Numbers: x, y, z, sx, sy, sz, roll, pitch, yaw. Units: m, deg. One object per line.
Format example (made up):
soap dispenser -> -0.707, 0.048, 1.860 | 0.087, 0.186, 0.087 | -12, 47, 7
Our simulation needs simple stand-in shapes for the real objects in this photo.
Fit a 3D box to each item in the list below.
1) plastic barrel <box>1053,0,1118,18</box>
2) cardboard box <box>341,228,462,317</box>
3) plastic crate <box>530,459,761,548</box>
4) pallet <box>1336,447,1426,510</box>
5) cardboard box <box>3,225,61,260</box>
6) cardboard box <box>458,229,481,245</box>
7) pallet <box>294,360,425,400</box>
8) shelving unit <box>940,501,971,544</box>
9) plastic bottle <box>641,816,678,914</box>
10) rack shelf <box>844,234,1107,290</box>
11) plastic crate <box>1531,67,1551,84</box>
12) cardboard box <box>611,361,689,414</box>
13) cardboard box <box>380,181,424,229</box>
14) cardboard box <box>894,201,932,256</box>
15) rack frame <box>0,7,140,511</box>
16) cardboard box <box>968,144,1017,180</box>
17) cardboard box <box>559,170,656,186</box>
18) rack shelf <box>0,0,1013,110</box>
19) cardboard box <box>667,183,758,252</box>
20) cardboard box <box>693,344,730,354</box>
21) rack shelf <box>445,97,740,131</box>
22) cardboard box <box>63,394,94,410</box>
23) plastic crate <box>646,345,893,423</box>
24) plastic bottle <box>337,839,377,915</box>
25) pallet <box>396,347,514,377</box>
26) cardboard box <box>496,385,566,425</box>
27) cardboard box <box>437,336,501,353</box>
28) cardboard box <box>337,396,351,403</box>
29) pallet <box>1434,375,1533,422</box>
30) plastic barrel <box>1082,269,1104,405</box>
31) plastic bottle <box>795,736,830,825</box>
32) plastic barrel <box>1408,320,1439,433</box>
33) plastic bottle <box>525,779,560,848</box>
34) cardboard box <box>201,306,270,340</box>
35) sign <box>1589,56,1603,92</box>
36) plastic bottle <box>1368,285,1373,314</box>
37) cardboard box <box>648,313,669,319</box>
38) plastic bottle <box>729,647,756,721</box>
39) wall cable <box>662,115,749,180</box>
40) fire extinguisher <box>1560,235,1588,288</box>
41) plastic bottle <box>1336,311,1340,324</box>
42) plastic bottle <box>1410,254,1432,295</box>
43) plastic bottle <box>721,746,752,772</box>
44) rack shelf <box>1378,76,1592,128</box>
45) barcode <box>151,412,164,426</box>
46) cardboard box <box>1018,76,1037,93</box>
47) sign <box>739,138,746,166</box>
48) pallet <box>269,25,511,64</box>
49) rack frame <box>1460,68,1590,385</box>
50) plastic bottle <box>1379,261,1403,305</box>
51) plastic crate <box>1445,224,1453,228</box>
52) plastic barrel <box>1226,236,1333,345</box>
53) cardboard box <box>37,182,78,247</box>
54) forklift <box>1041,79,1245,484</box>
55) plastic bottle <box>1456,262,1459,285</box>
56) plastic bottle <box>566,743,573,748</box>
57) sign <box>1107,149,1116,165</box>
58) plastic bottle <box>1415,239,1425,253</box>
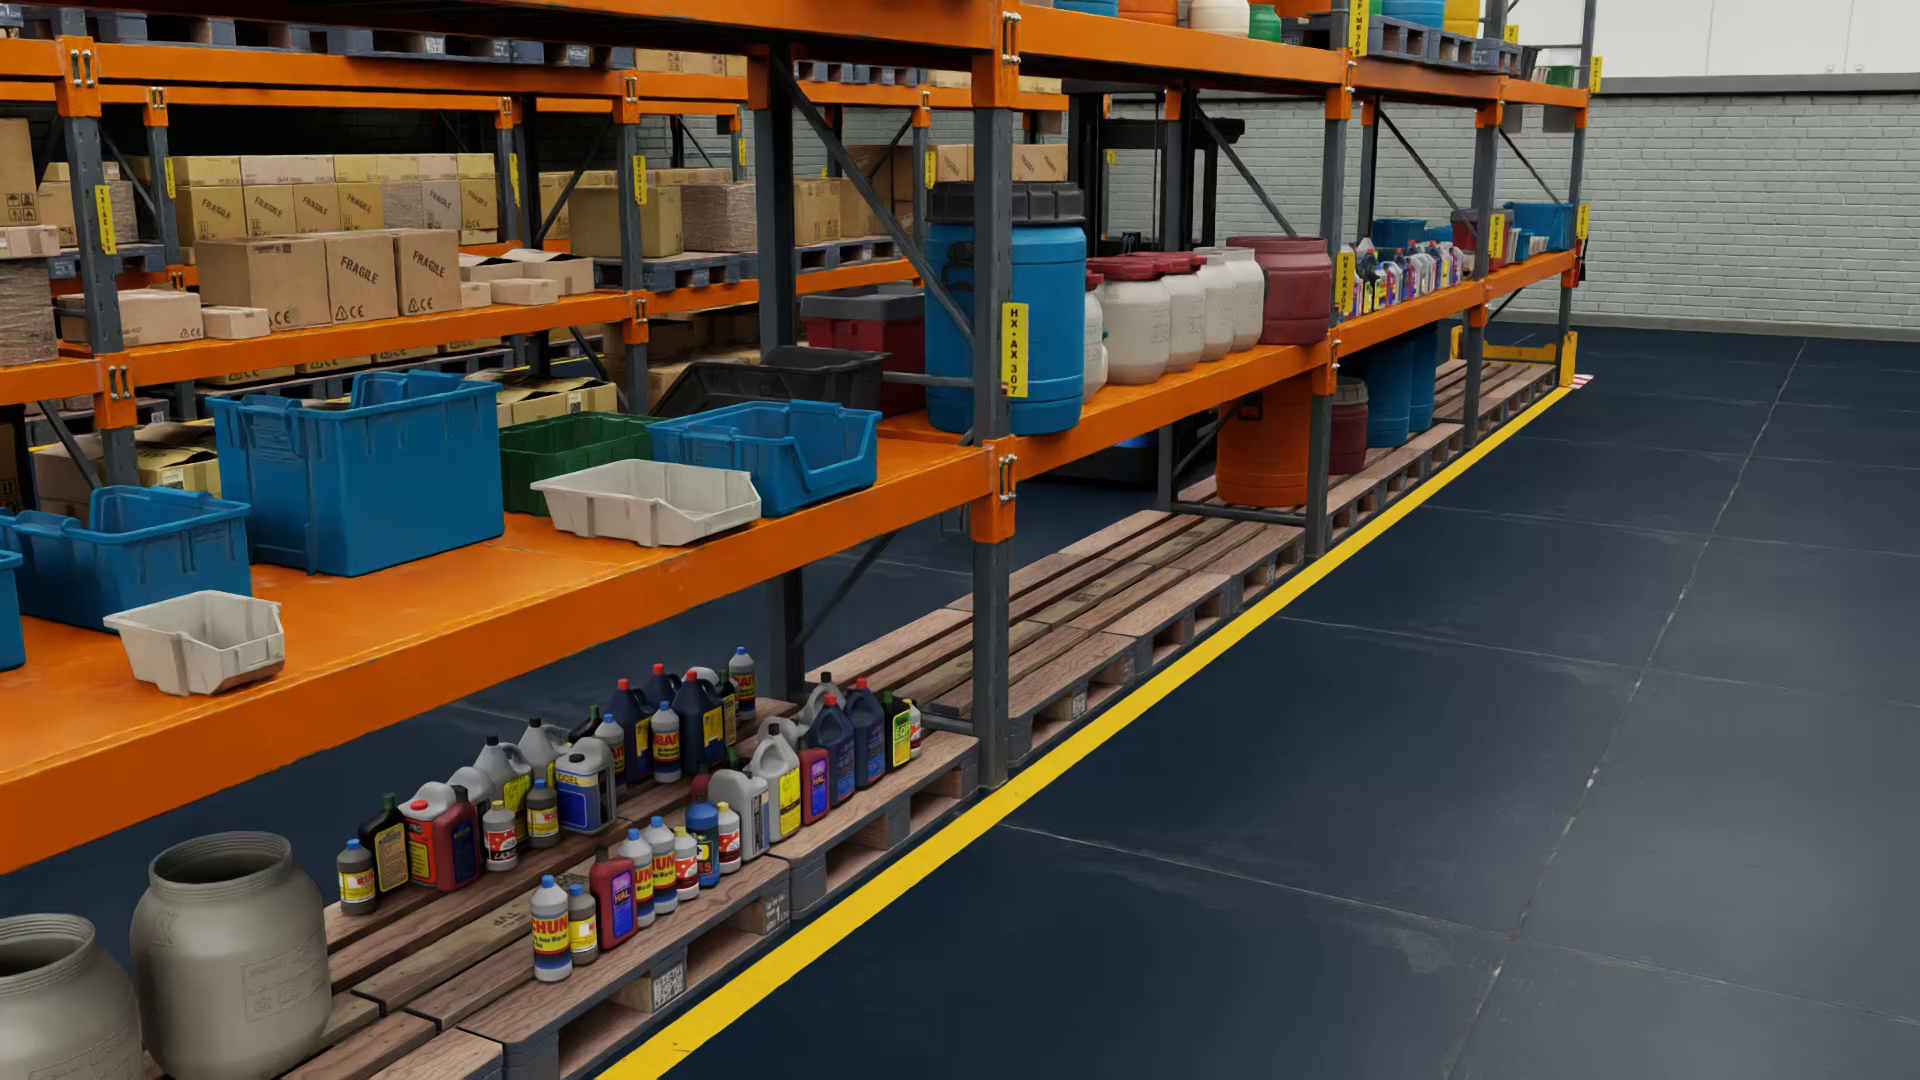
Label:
plastic barrel -> 0.403, -2.690, 7.320 | 0.600, 0.901, 0.708 | 7, 15, 28
cardboard box -> -3.483, -1.676, 10.370 | 0.500, 0.500, 0.500 | 6, 15, 25
plastic crate -> -0.848, -0.100, 4.613 | 0.530, 0.136, 0.437 | 7, 15, 28
pallet -> 2.584, -0.471, 11.538 | 1.003, 0.211, 1.213 | 7, 15, 28
cardboard box -> -4.563, -1.436, 7.994 | 0.380, 0.149, 0.250 | 7, 15, 28
cardboard box -> -5.107, -3.086, 16.927 | 0.380, 0.149, 0.250 | 8, 16, 29
pallet -> -5.986, -1.581, 16.139 | 1.003, 0.211, 1.213 | 7, 15, 28
shelving unit -> 0.026, -0.521, 9.956 | 0.215, 1.050, 0.252 | 7, 15, 28
plastic bottle -> -0.856, 0.915, 4.720 | 0.097, 0.271, 0.097 | 0, 14, 0
rack shelf -> 0.215, -2.854, 17.008 | 1.077, 0.370, 4.000 | 7, 15, 28
plastic crate -> 4.734, -3.930, 14.099 | 0.437, 0.136, 0.530 | 7, 15, 28
cardboard box -> -2.216, -1.033, 12.312 | 0.500, 0.500, 0.500 | 8, 16, 30
cardboard box -> -5.581, -3.226, 16.124 | 0.500, 0.500, 0.500 | 7, 15, 28
cardboard box -> -0.267, -2.916, 15.516 | 0.500, 0.500, 0.500 | 8, 16, 30
rack frame -> -4.619, -1.152, 8.414 | 1.000, 3.000, 0.127 | 7, 15, 28
cardboard box -> 0.220, -3.605, 16.238 | 0.500, 0.500, 0.500 | 7, 15, 26
cardboard box -> -4.113, -3.909, 19.208 | 0.980, 0.700, 0.700 | 7, 15, 25
rack shelf -> -1.252, -1.289, 4.113 | 1.077, 0.370, 4.000 | 7, 15, 28
cardboard box -> -1.871, -2.534, 13.034 | 0.700, 0.500, 0.500 | 11, 17, 38
cardboard box -> -2.189, -1.296, 13.406 | 0.500, 0.500, 0.500 | 7, 15, 26
rack shelf -> -4.123, -4.873, 18.981 | 1.077, 0.370, 4.000 | 7, 15, 28
cardboard box -> -7.326, -1.379, 13.747 | 0.700, 0.500, 0.500 | 8, 16, 29
plastic crate -> -0.650, -0.467, 5.704 | 0.767, 0.338, 0.504 | 7, 15, 28
plastic bottle -> -1.715, 0.950, 4.724 | 0.097, 0.201, 0.097 | 0, 14, 0
pallet -> -5.397, -1.832, 17.181 | 1.003, 0.211, 1.213 | 7, 15, 28
cardboard box -> -2.969, -0.870, 11.018 | 0.500, 0.311, 0.500 | 7, 15, 27
cardboard box -> -5.291, -2.365, 17.135 | 0.750, 0.750, 0.750 | 8, 15, 29
cardboard box -> -3.691, -0.826, 10.833 | 0.500, 0.311, 0.500 | 7, 15, 27
pallet -> 4.492, -1.283, 14.904 | 1.003, 0.211, 1.213 | 7, 15, 28
plastic barrel -> 0.369, -0.828, 6.778 | 0.433, 0.535, 0.433 | 0, 14, 0
plastic bottle -> -0.479, 0.758, 5.344 | 0.061, 0.283, 0.133 | 9, 16, 32
plastic barrel -> 3.304, -1.306, 12.632 | 0.600, 0.901, 0.708 | 7, 15, 28
plastic bottle -> -1.298, 0.843, 5.167 | 0.097, 0.201, 0.097 | 0, 14, 0
cardboard box -> -4.012, -1.189, 9.101 | 0.380, 0.149, 0.250 | 7, 15, 28
sign -> 6.005, -4.401, 15.711 | 0.100, 0.325, 0.005 | 7, 15, 28
plastic bottle -> 2.509, -1.510, 10.319 | 0.097, 0.201, 0.097 | 0, 14, 0
cardboard box -> -3.892, -2.803, 19.697 | 0.700, 0.500, 0.500 | 7, 15, 26
plastic bottle -> -0.823, 0.538, 6.286 | 0.097, 0.271, 0.097 | 0, 14, 0
wall cable -> -3.366, -5.039, 22.366 | 0.084, 1.984, 1.851 | 7, 15, 28
fire extinguisher -> 5.987, -2.813, 16.262 | 0.296, 0.674, 0.183 | 7, 15, 28
plastic bottle -> 2.141, -1.403, 9.717 | 0.152, 0.276, 0.135 | 7, 15, 28
plastic bottle -> 3.189, -1.848, 11.563 | 0.152, 0.276, 0.135 | 7, 15, 28
plastic bottle -> -0.695, 0.780, 5.254 | 0.061, 0.283, 0.133 | 7, 15, 28
rack shelf -> 4.549, -3.751, 14.325 | 1.077, 0.370, 4.000 | 7, 15, 28
barcode -> -4.132, -0.623, 8.564 | 0.001, 0.075, 0.075 | 7, 15, 28
cardboard box -> 0.427, -4.558, 16.461 | 0.500, 0.250, 0.500 | 7, 15, 28
sign -> -2.688, -4.789, 20.520 | 0.100, 0.325, 0.005 | 7, 15, 28
pallet -> -3.474, -2.960, 9.916 | 1.003, 0.211, 1.213 | 8, 16, 31
rack frame -> 5.516, -3.052, 16.295 | 1.000, 3.000, 0.127 | 7, 15, 28
plastic bottle -> 2.811, -1.687, 10.898 | 0.152, 0.276, 0.135 | 7, 15, 28
plastic crate -> 4.790, -2.852, 15.692 | 0.416, 0.233, 0.300 | 7, 15, 28
plastic barrel -> 1.689, -1.348, 8.933 | 0.600, 0.536, 0.708 | 7, 15, 28
cardboard box -> -7.489, -2.581, 13.186 | 0.700, 0.500, 0.500 | 6, 15, 23
forklift -> 1.457, -2.111, 12.538 | 1.130, 2.935, 3.031 | 7, 15, 26
plastic bottle -> 3.643, -1.991, 12.315 | 0.097, 0.201, 0.097 | 0, 14, 0
plastic bottle -> -1.287, 0.769, 5.477 | 0.097, 0.201, 0.097 | 0, 14, 0
sign -> 1.658, -4.264, 18.175 | 0.100, 0.325, 0.005 | 7, 15, 28
plastic bottle -> 3.298, -1.998, 12.028 | 0.144, 0.351, 0.185 | 7, 15, 28
